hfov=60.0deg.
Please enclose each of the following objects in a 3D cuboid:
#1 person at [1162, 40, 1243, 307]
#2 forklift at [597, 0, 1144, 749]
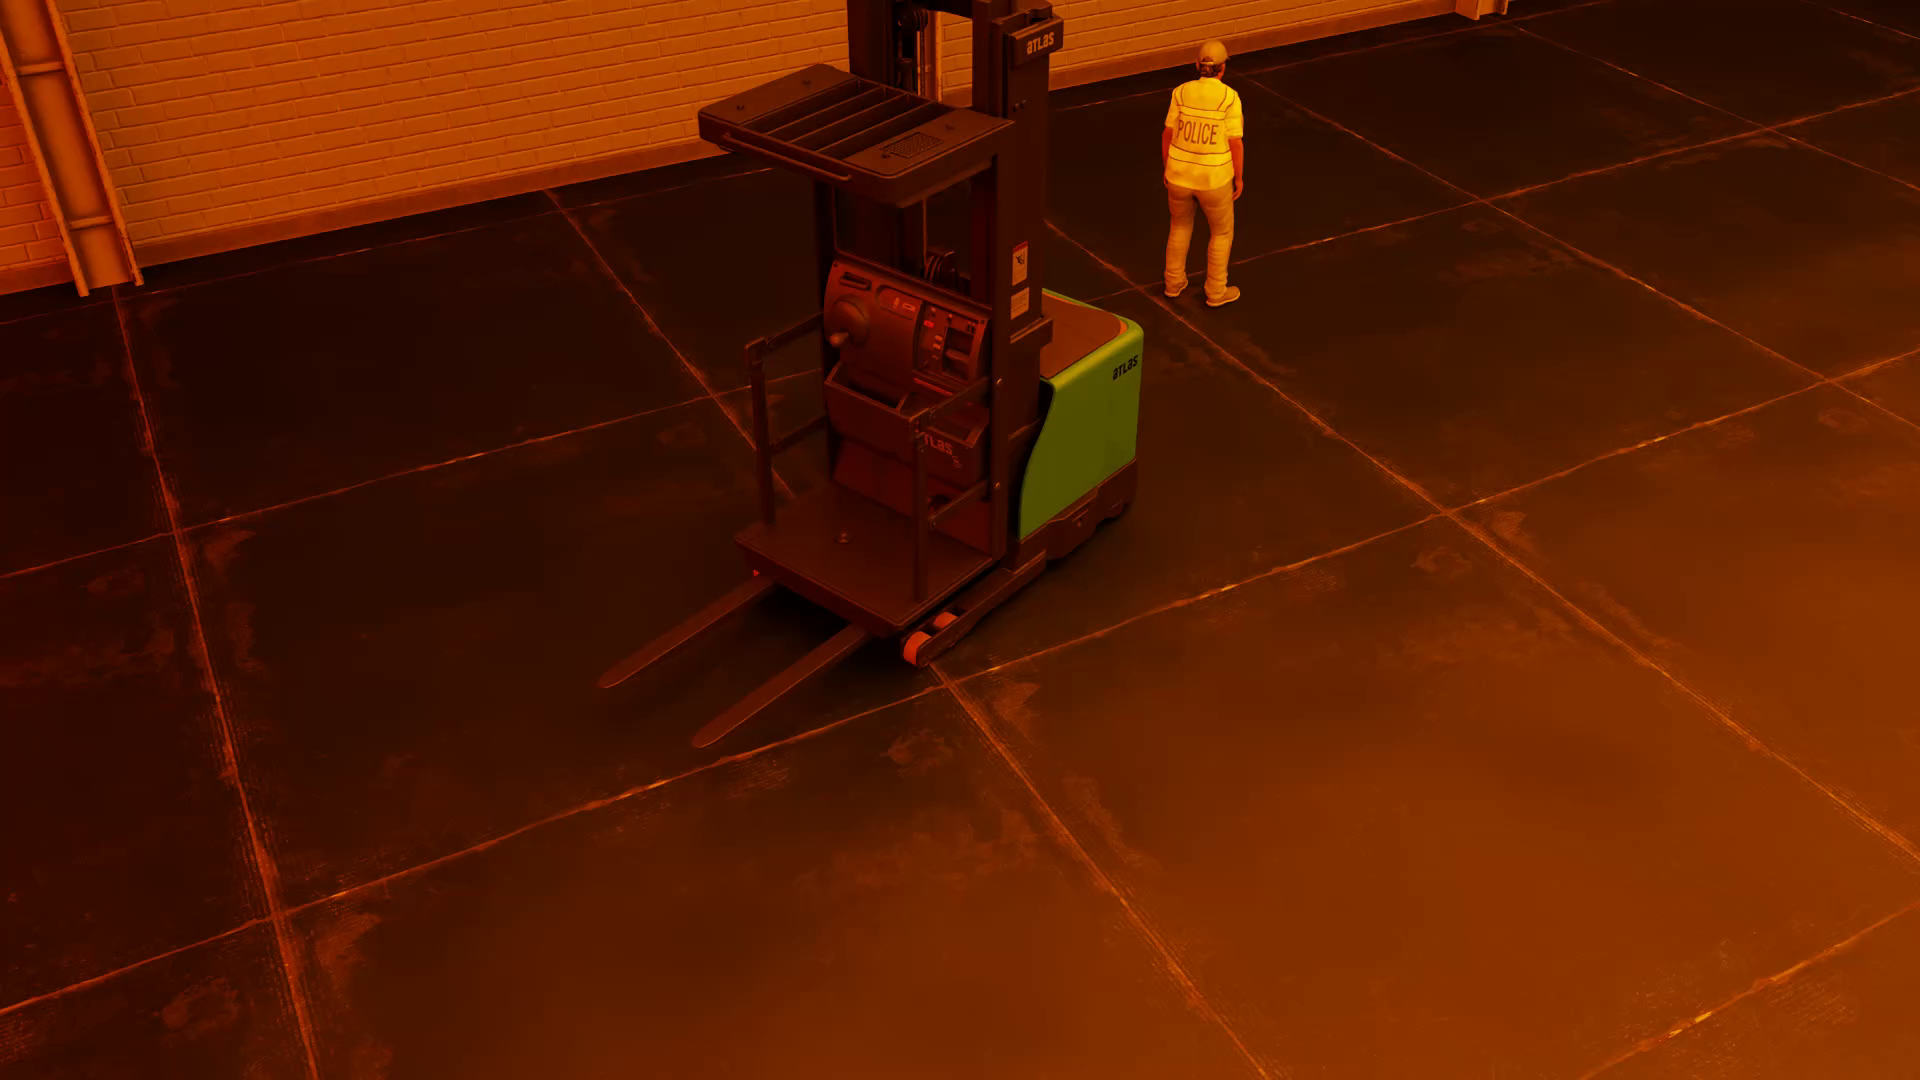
[{"bbox_3d":[1.542,-2.293,10.466,0.558,1.665,0.468,16,38,22],"label":"person"},{"bbox_3d":[-0.390,-0.927,7.434,1.130,2.935,3.031,26,43,31],"label":"forklift"}]
